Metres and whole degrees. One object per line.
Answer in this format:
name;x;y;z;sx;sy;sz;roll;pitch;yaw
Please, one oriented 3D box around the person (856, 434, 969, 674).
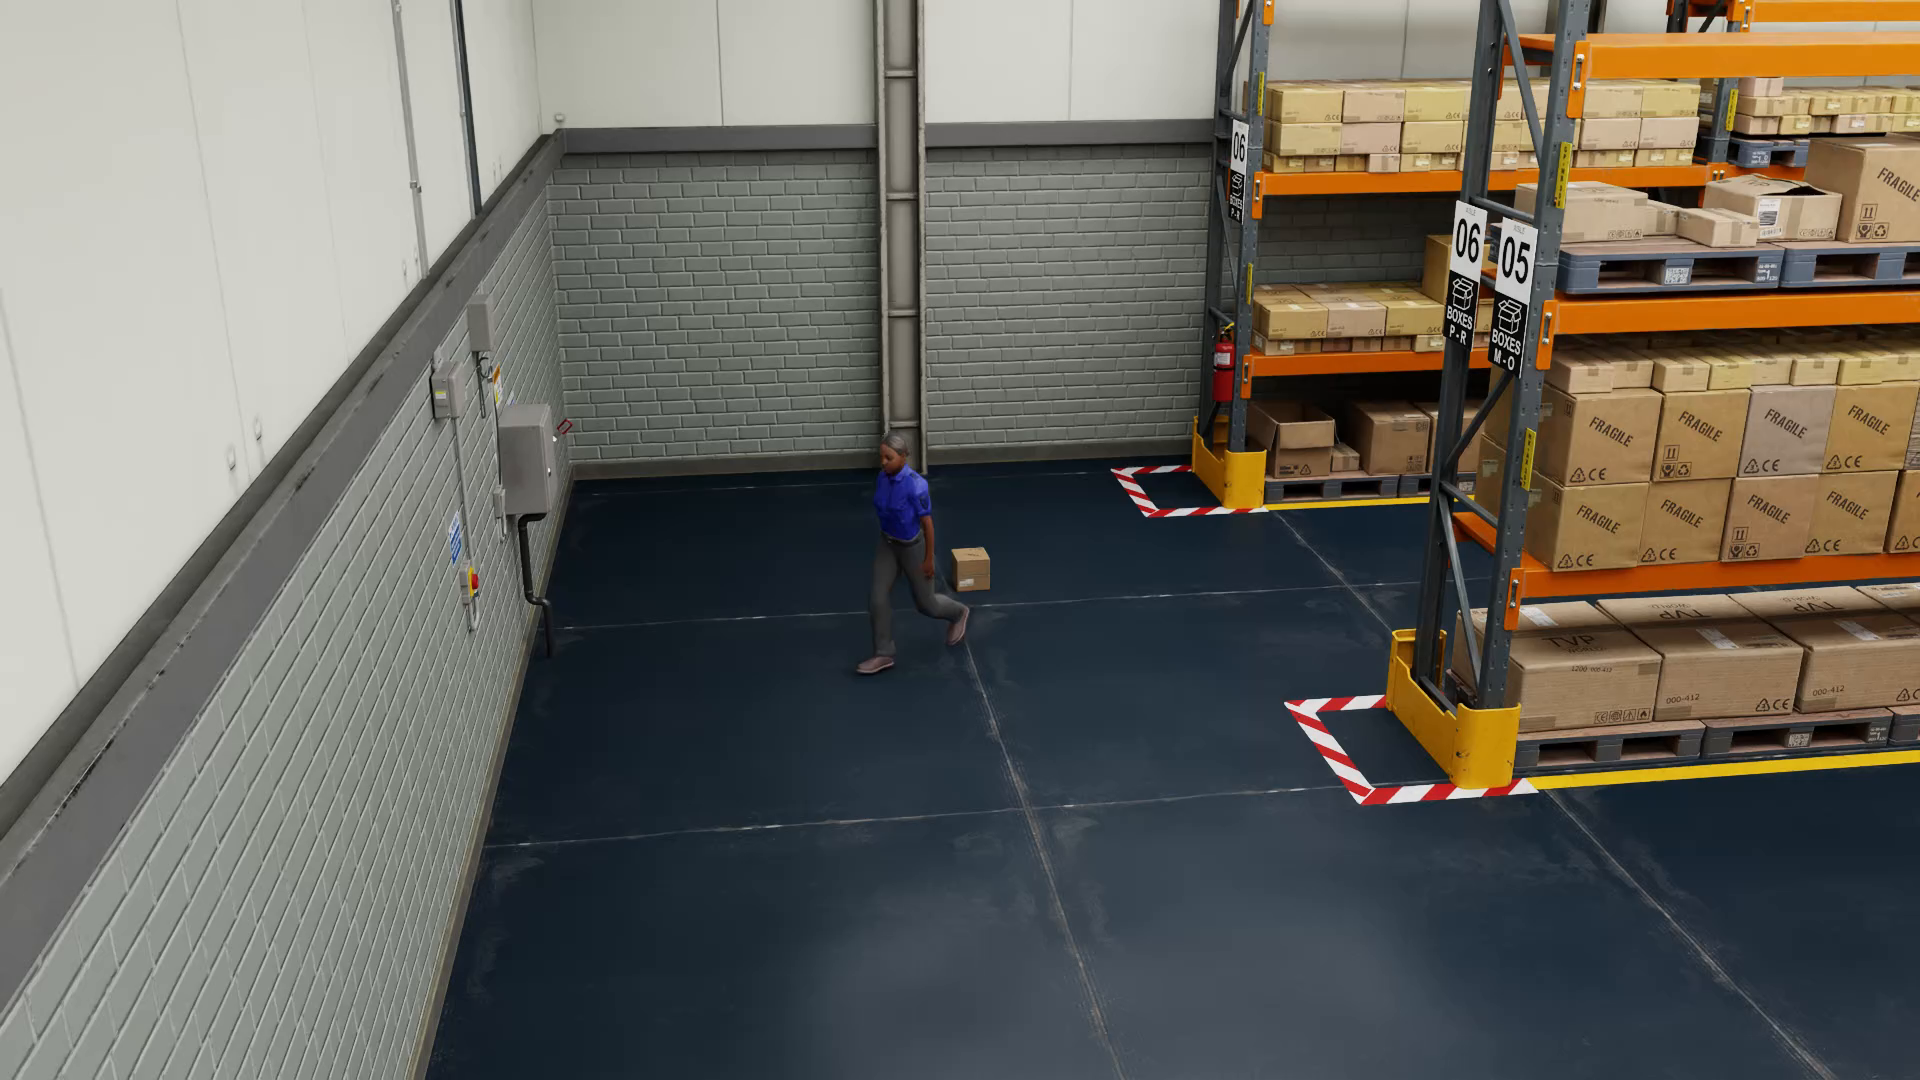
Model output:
person;-0.300;0.047;10.956;0.454;1.607;0.903;16;26;38
